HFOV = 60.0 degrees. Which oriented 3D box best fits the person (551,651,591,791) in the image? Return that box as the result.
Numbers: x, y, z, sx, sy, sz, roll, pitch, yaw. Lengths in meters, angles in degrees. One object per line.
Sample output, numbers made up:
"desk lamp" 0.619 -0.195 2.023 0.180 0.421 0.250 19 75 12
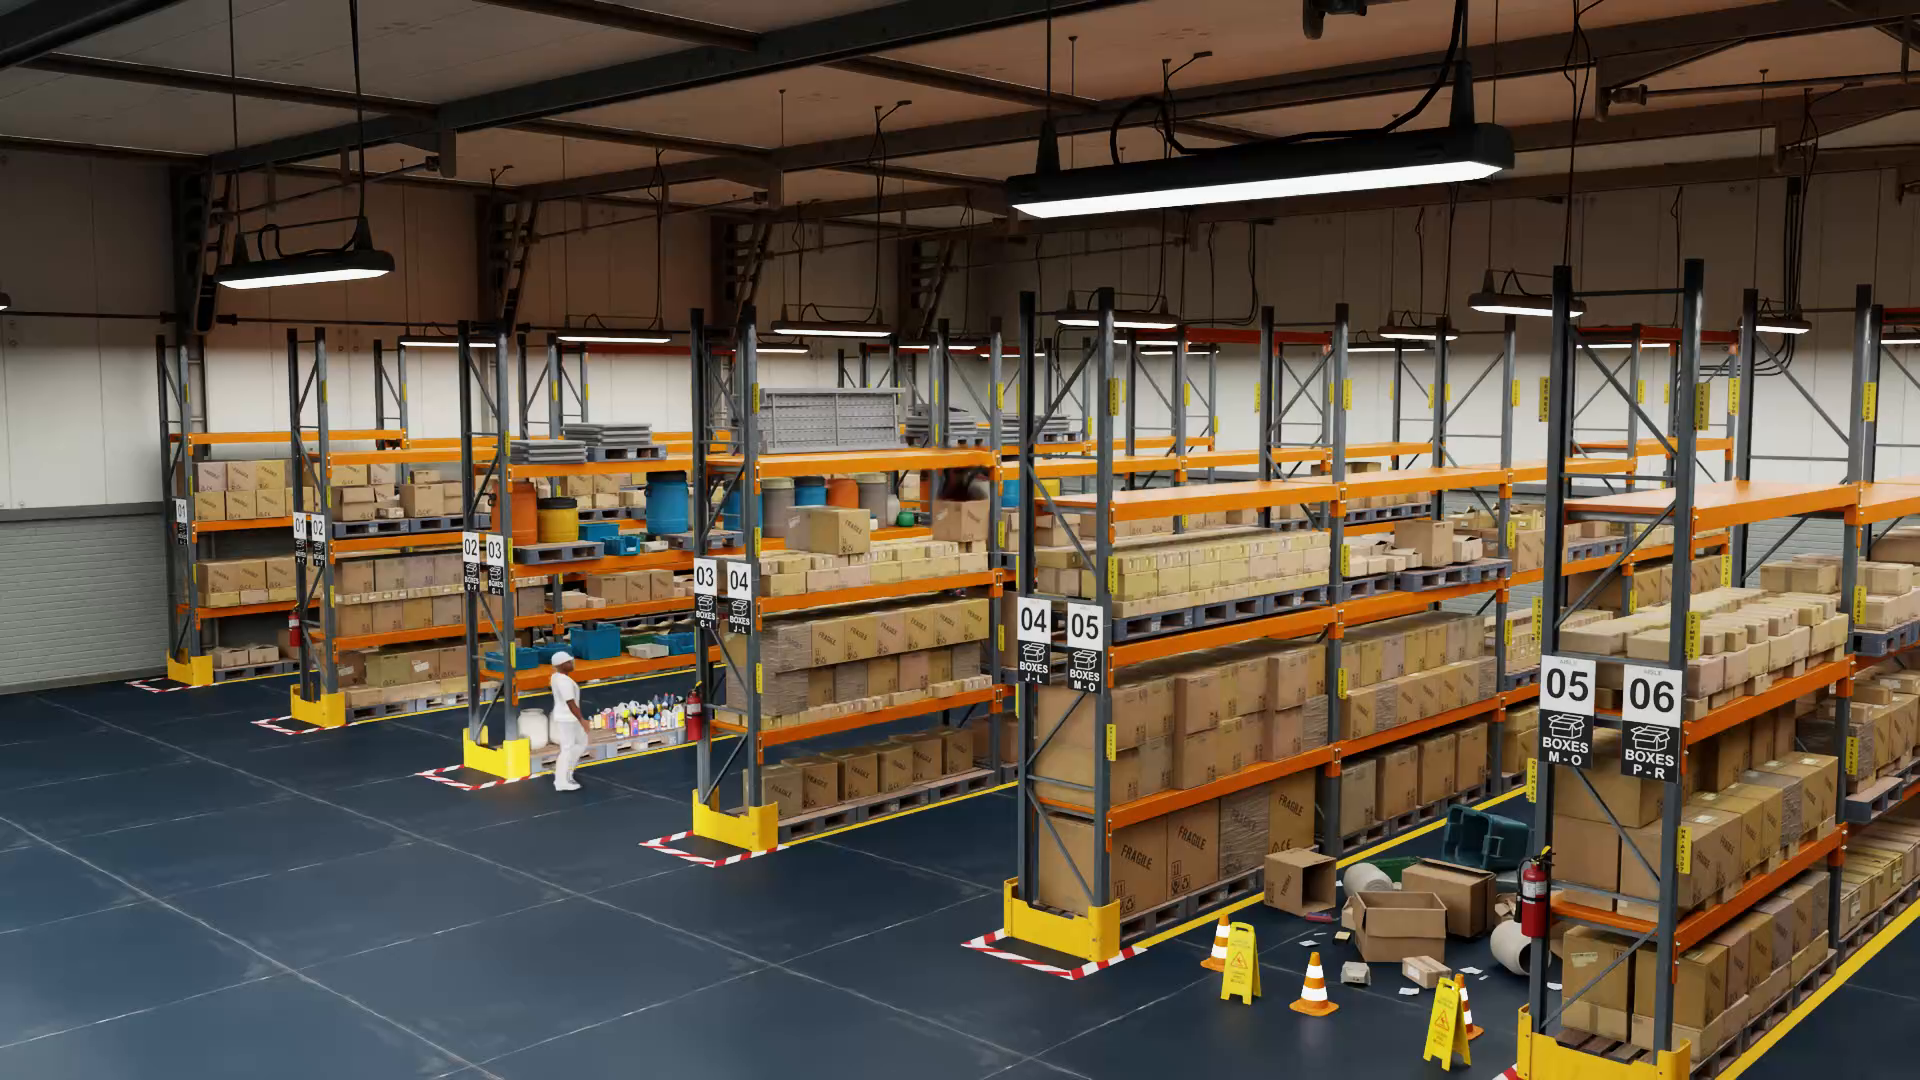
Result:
"person" -4.941 2.300 21.134 0.485 1.791 0.660 -1 6 -15
